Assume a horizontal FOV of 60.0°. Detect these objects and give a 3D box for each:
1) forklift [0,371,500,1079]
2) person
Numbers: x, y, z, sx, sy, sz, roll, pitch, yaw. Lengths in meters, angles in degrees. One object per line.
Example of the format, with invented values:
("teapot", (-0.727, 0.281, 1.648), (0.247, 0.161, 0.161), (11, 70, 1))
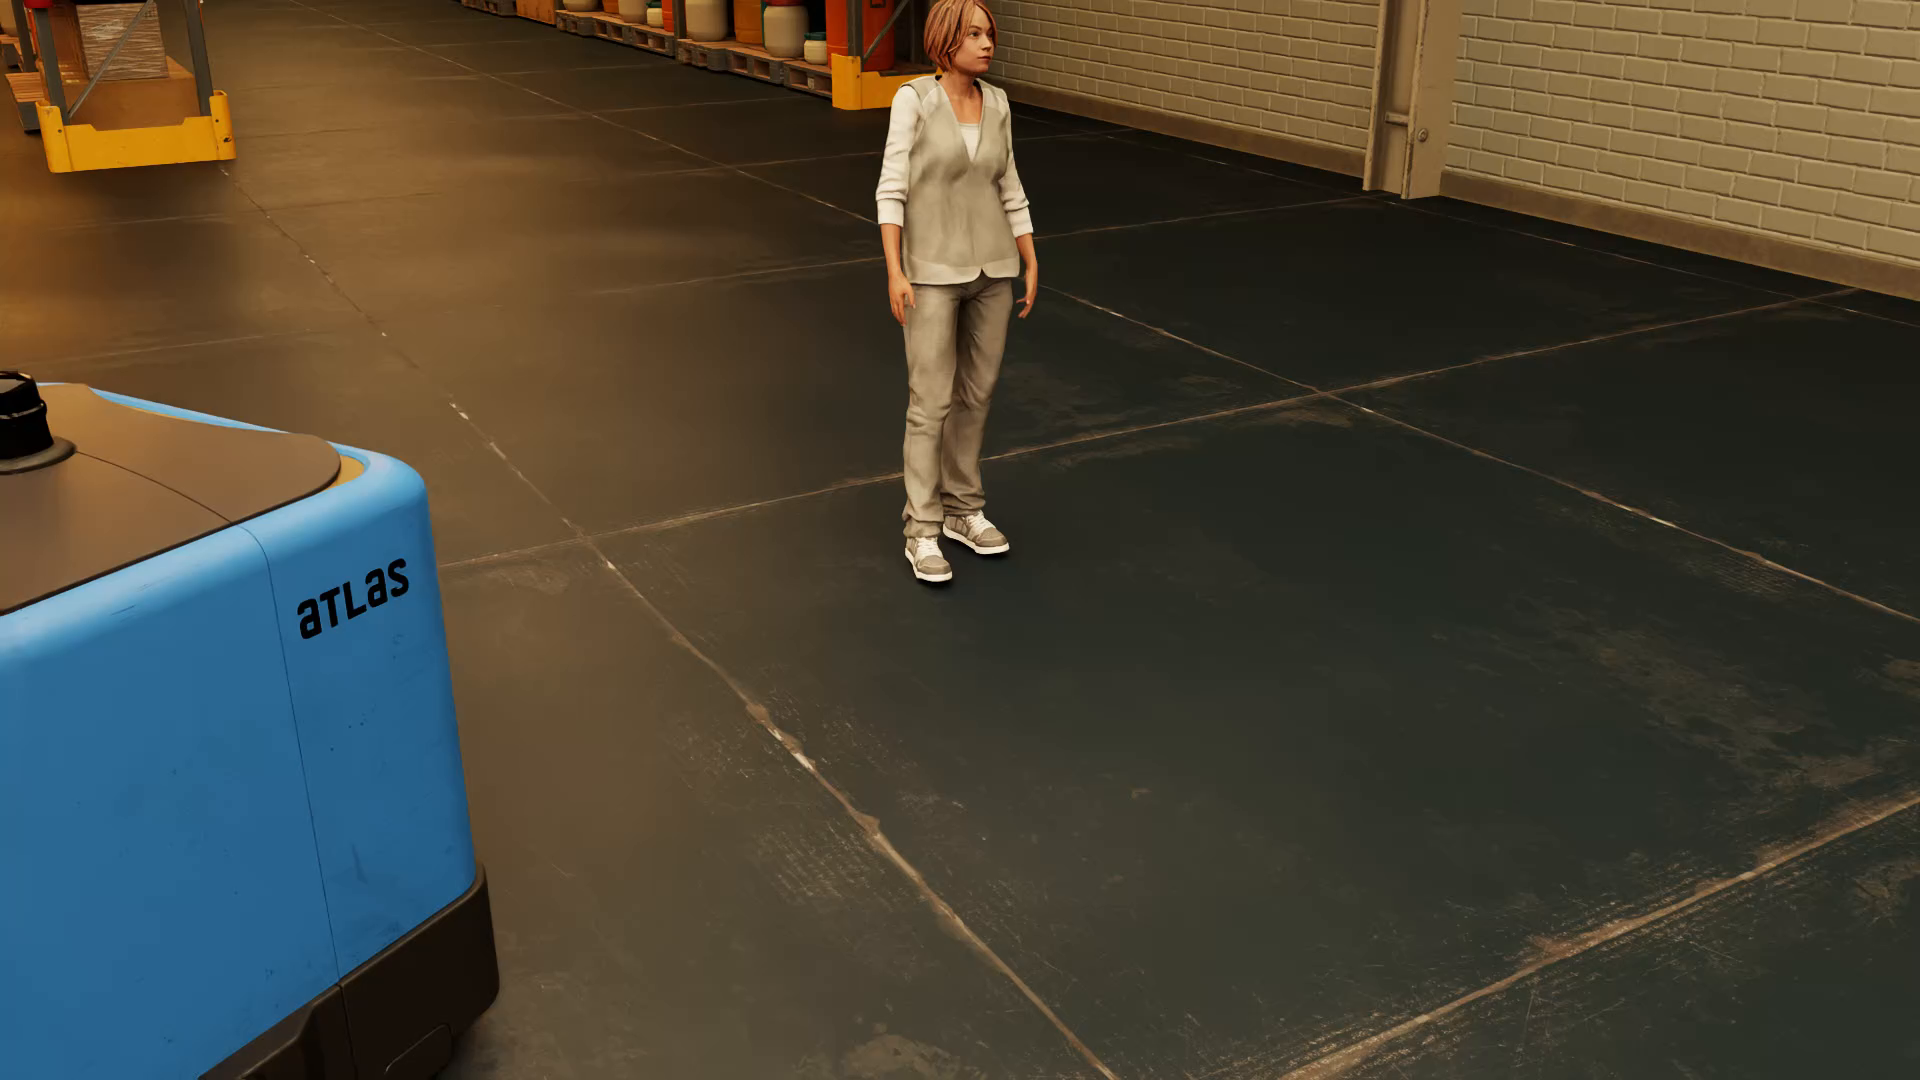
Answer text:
("forklift", (-1.982, -0.088, 1.489), (1.130, 2.935, 3.031), (12, 25, 27))
("person", (0.025, -0.719, 4.762), (0.520, 1.599, 0.473), (-12, 25, -28))
